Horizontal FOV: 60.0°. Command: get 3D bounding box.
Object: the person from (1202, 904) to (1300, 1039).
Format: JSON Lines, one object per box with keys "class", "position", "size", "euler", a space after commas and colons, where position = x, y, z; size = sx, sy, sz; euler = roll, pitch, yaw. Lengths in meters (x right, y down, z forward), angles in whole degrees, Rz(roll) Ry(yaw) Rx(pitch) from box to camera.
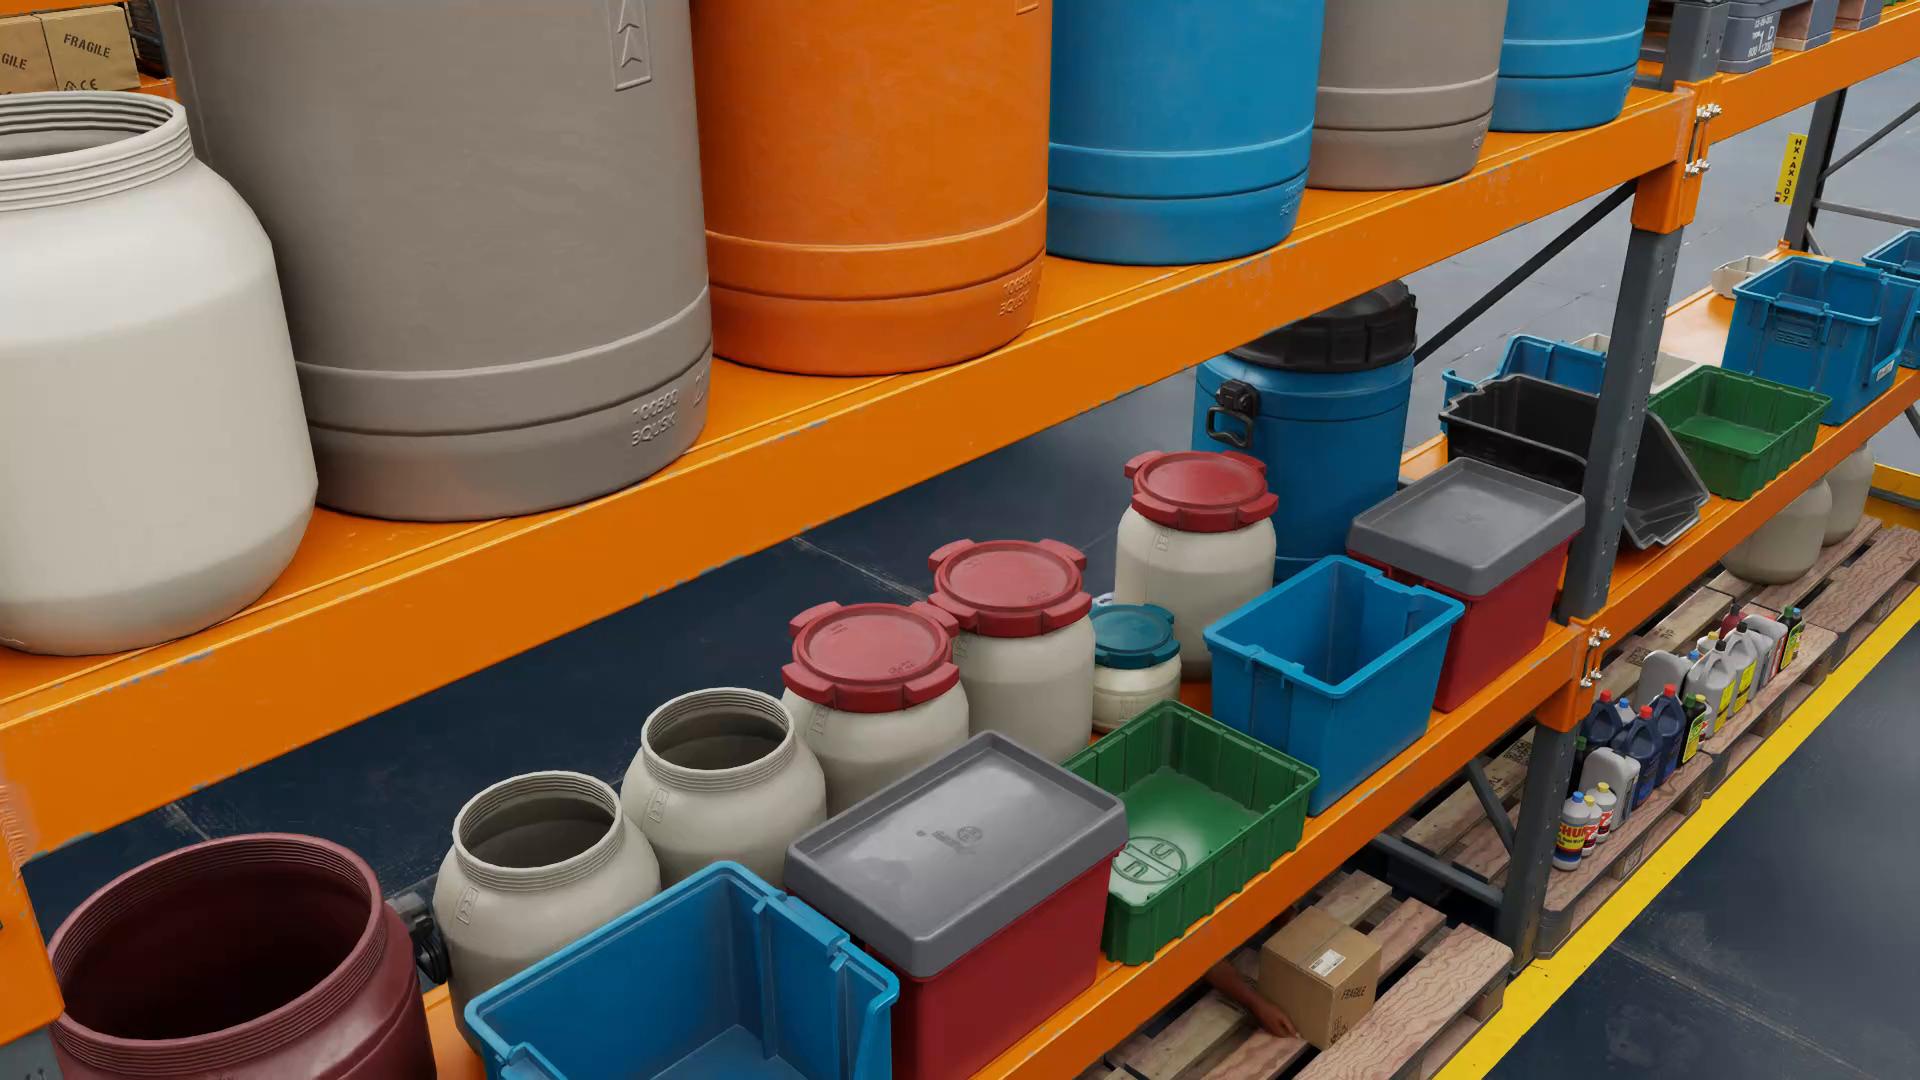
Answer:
{"class": "person", "position": [0.575, 1.080, 5.035], "size": [1.181, 0.840, 0.534], "euler": [14, 31, 25]}
